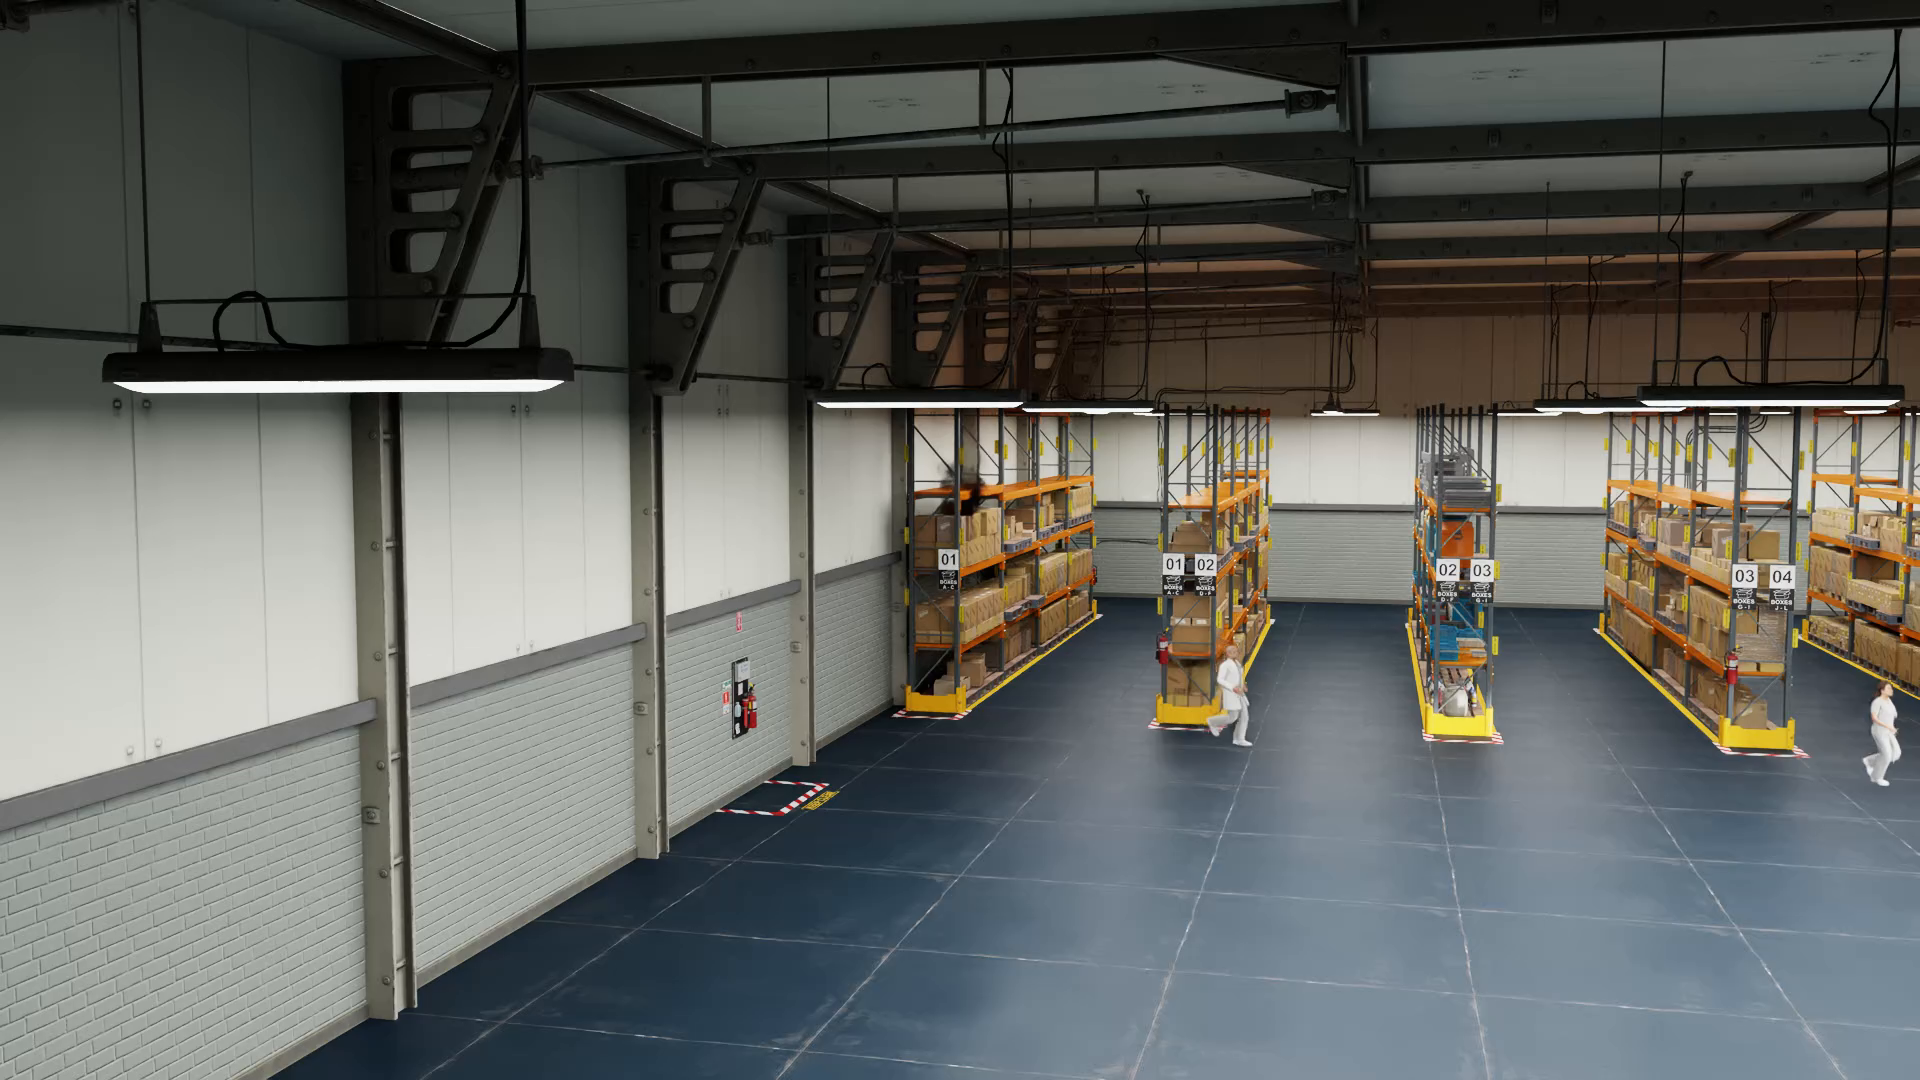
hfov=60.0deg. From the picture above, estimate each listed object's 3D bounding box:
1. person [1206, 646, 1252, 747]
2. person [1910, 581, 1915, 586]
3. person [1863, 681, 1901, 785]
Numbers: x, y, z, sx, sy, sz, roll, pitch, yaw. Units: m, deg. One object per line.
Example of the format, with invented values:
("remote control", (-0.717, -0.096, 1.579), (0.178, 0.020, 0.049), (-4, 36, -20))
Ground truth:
("person", (4.757, 2.708, 29.203), (0.860, 1.720, 0.723), (3, 5, 40))
("person", (23.589, 1.877, 41.326), (0.547, 1.736, 0.707), (1, 4, 9))
("person", (14.455, 3.015, 26.071), (0.596, 1.630, 0.588), (-3, 5, -35))
